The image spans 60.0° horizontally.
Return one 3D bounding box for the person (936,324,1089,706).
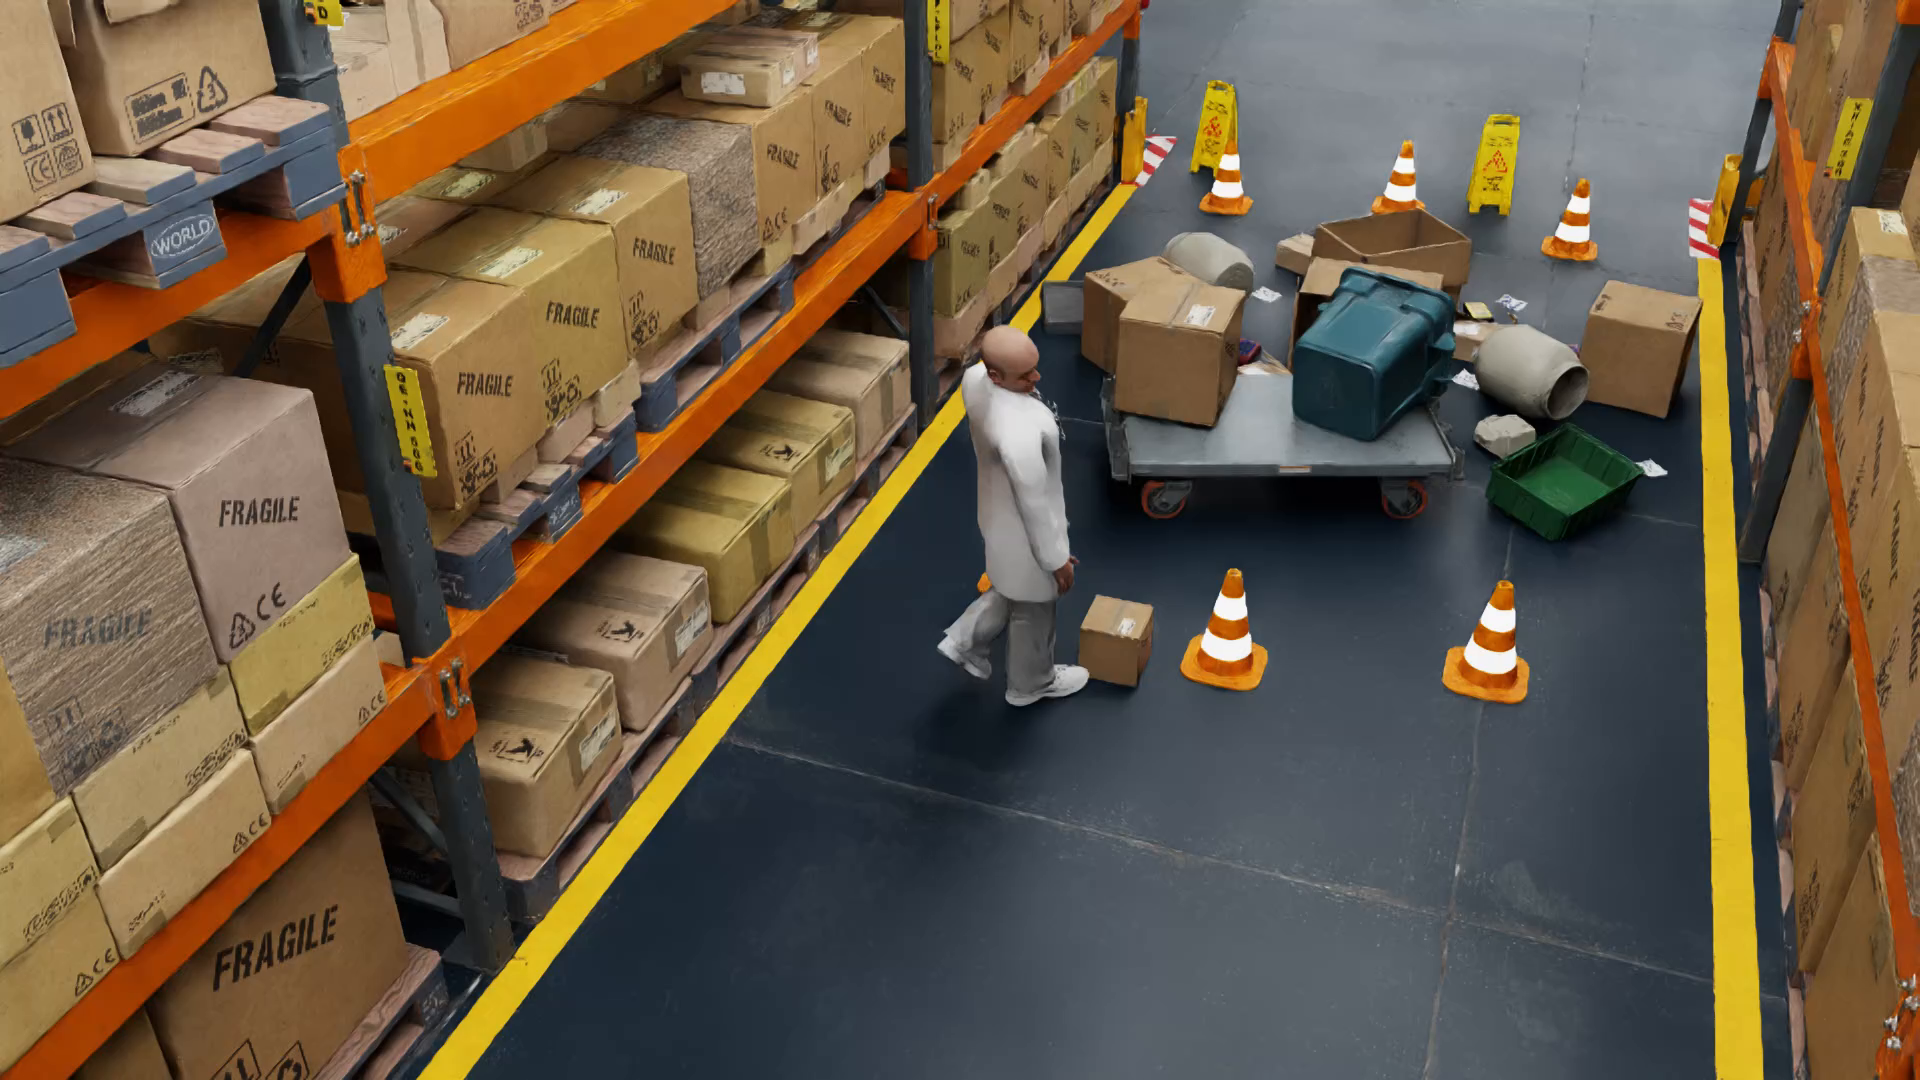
[{"bbox_3d":[0.245,-0.064,6.250,0.647,1.752,0.650,-10,34,-15],"label":"person"}]
